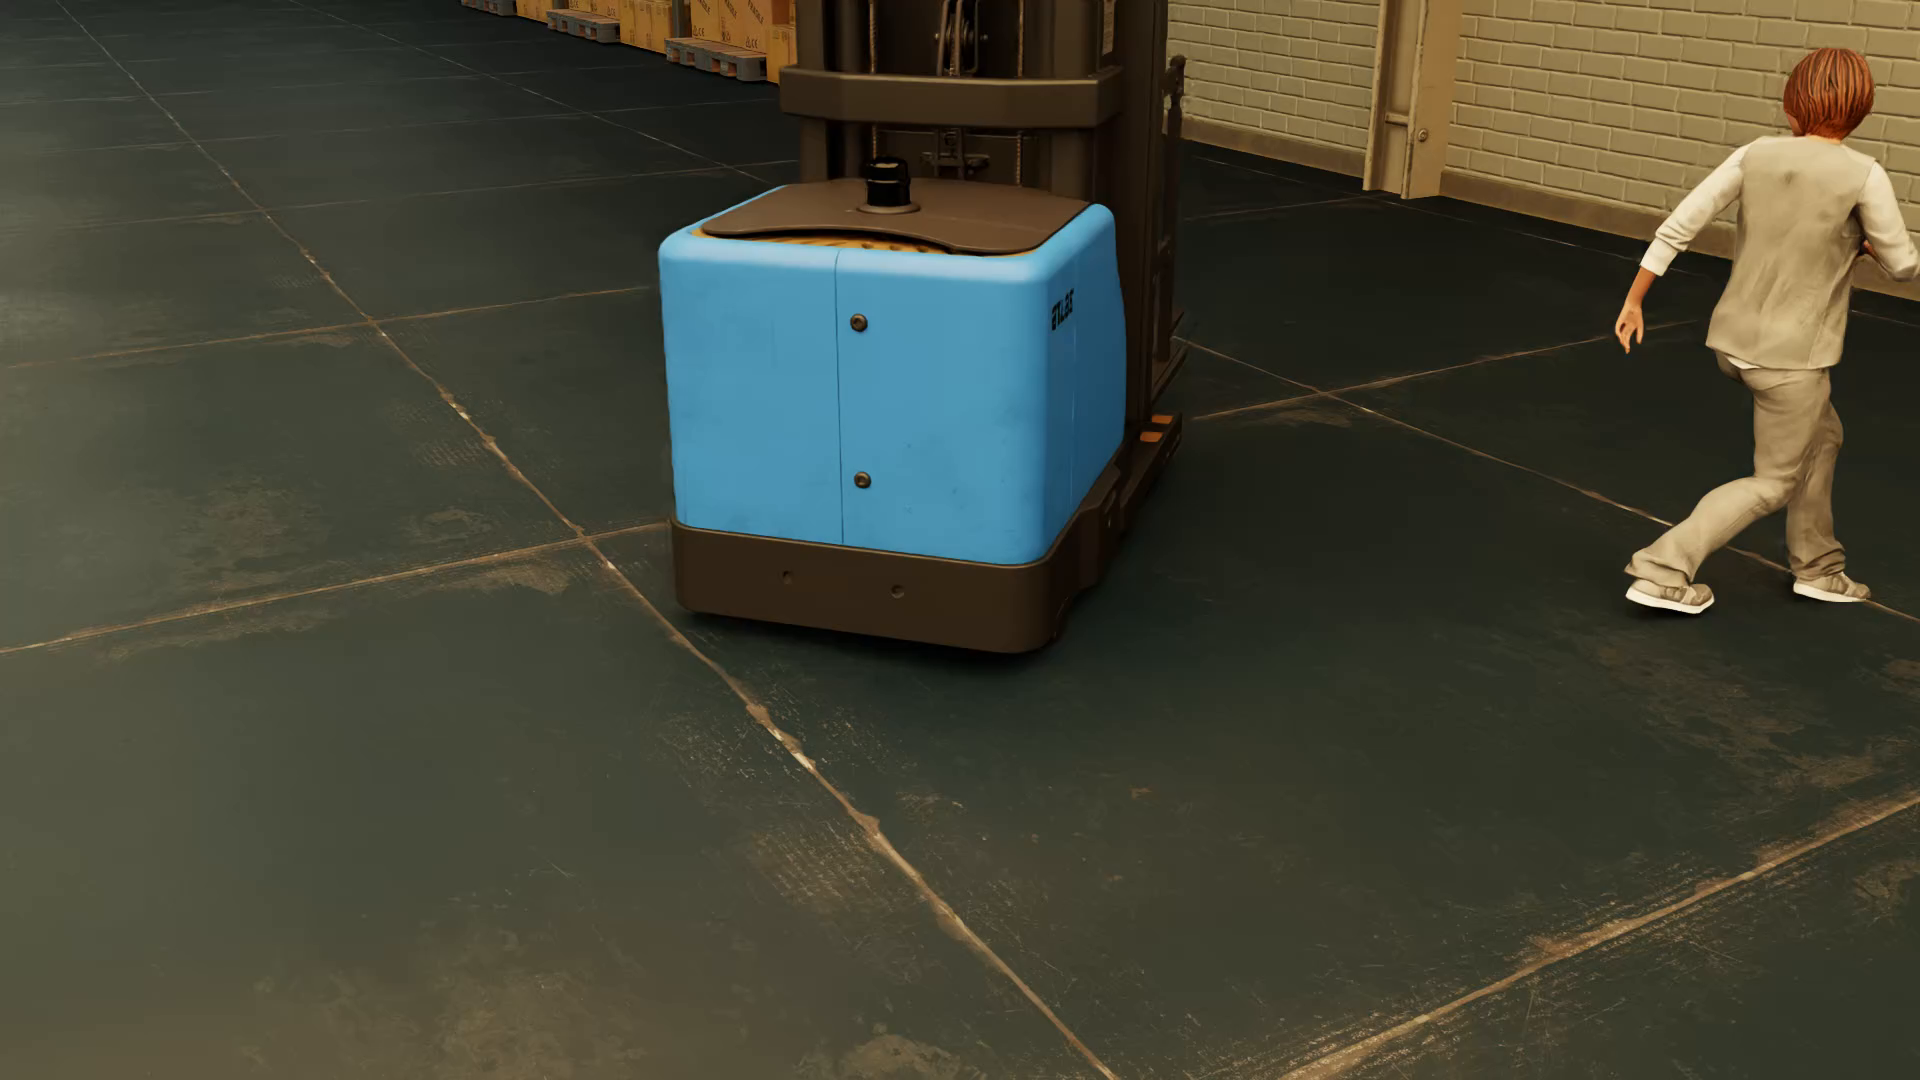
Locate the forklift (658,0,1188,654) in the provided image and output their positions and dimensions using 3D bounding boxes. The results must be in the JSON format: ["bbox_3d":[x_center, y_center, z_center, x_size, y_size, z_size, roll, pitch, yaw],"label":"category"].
[{"bbox_3d":[0.145,-1.597,5.165,1.130,2.935,3.031,7,23,16],"label":"forklift"}]

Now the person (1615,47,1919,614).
[{"bbox_3d":[2.196,-0.510,4.420,0.839,1.541,0.428,-6,23,-14],"label":"person"}]
